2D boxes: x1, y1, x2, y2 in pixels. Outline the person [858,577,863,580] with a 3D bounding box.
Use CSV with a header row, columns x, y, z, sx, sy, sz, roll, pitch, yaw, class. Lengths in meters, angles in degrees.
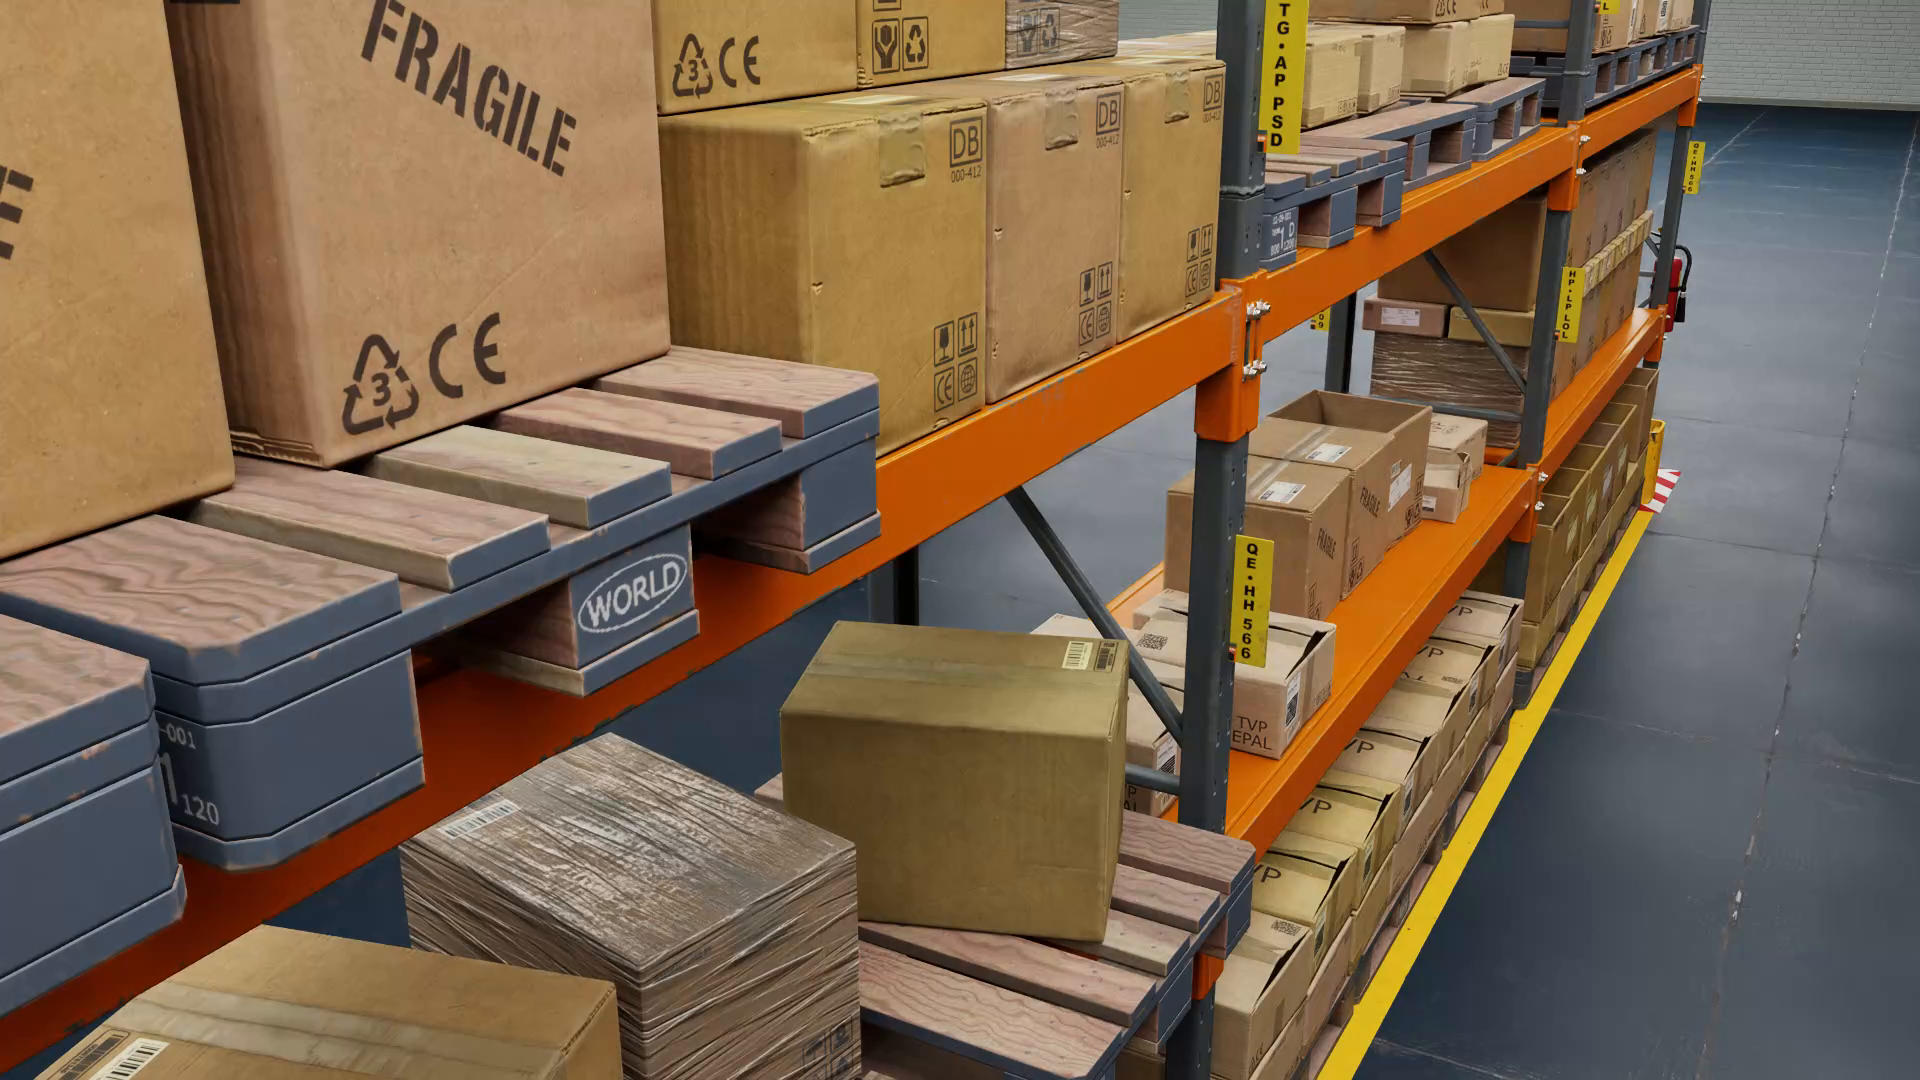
x,y,z,sx,sy,sz,roll,pitch,yaw,class
-0.754,-0.385,9.676,0.463,1.255,0.673,11,22,28,person
